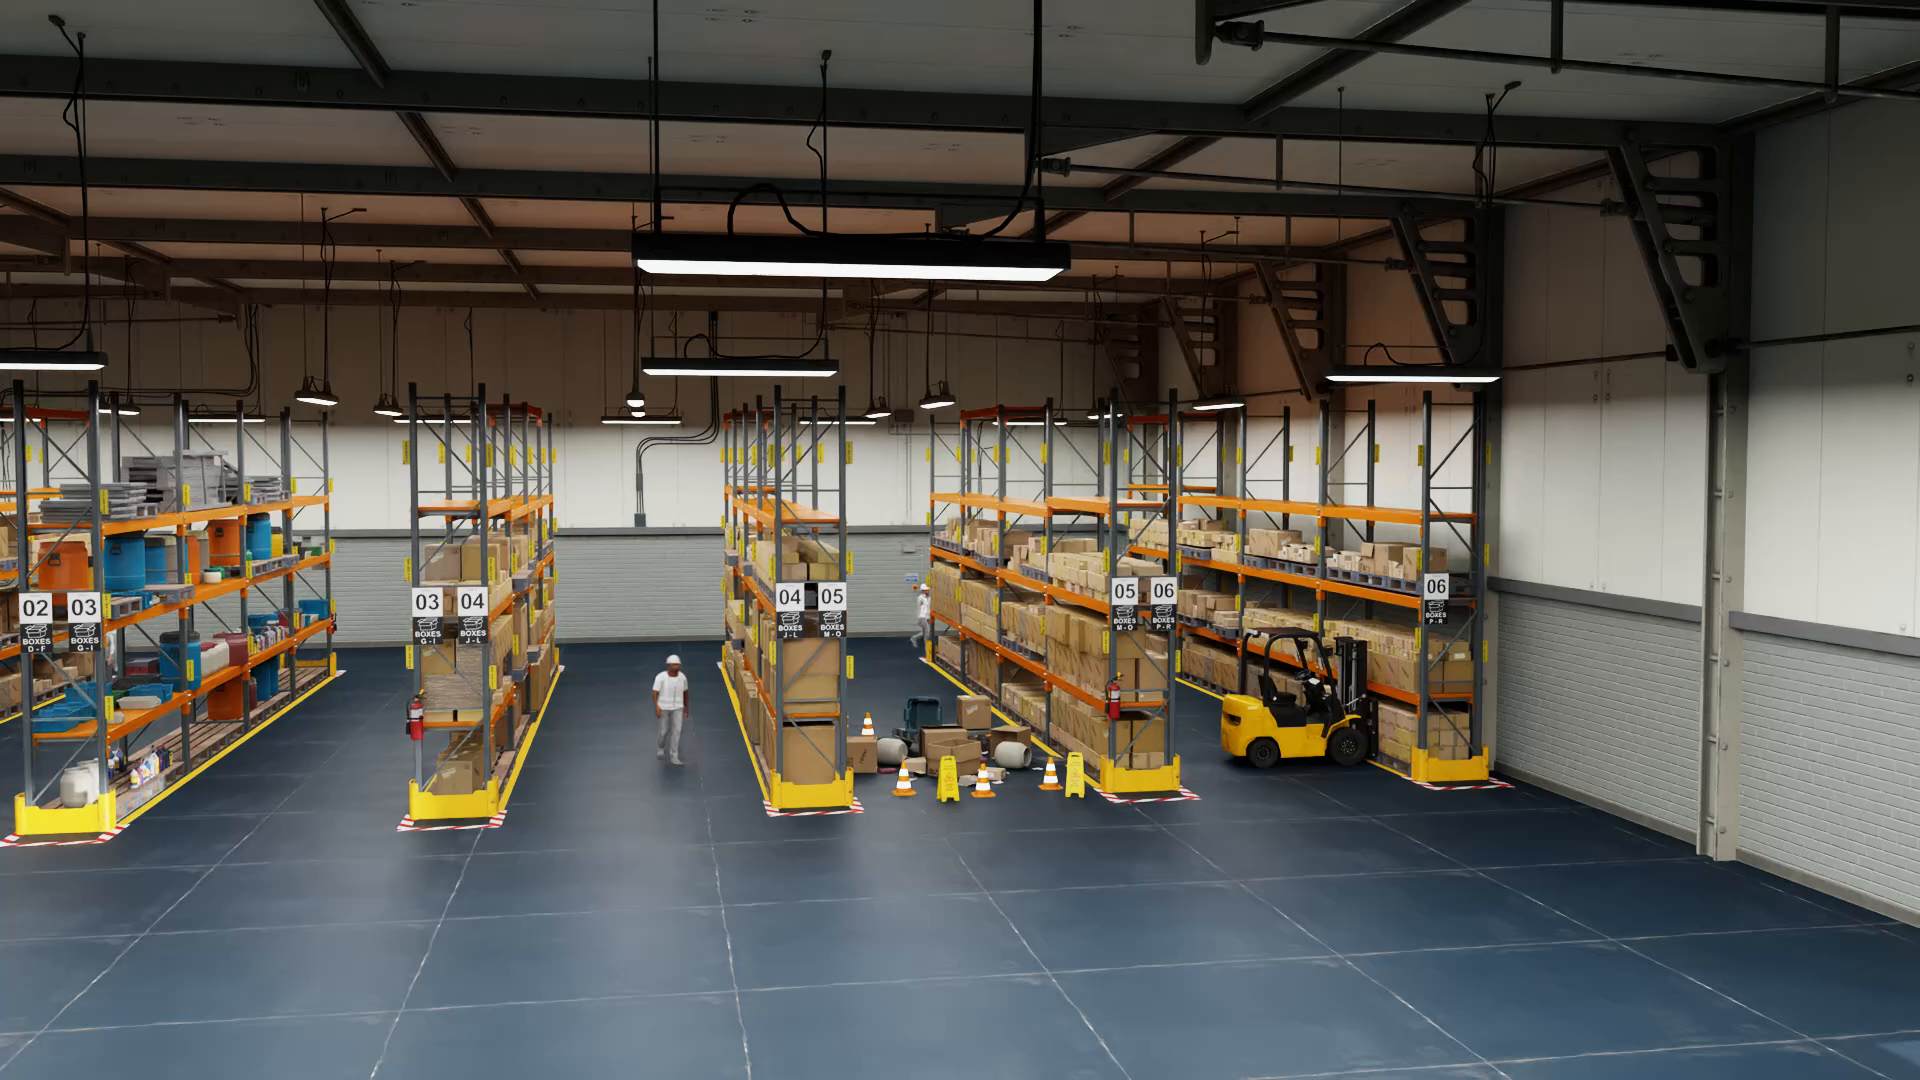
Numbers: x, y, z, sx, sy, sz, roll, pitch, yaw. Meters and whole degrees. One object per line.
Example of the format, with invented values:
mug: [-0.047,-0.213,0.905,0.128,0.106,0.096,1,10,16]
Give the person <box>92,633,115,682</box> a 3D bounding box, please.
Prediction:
person: [-17.685,2.467,34.317,0.434,1.546,0.967,-1,3,-24]

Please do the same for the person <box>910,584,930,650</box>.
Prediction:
person: [-0.932,1.976,42.412,0.855,1.745,0.535,2,3,31]

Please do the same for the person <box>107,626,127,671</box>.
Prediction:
person: [-19.579,2.193,38.553,0.542,1.672,0.488,2,3,33]

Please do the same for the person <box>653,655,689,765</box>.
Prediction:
person: [-4.703,2.759,27.209,0.676,1.739,0.846,-2,3,-32]
